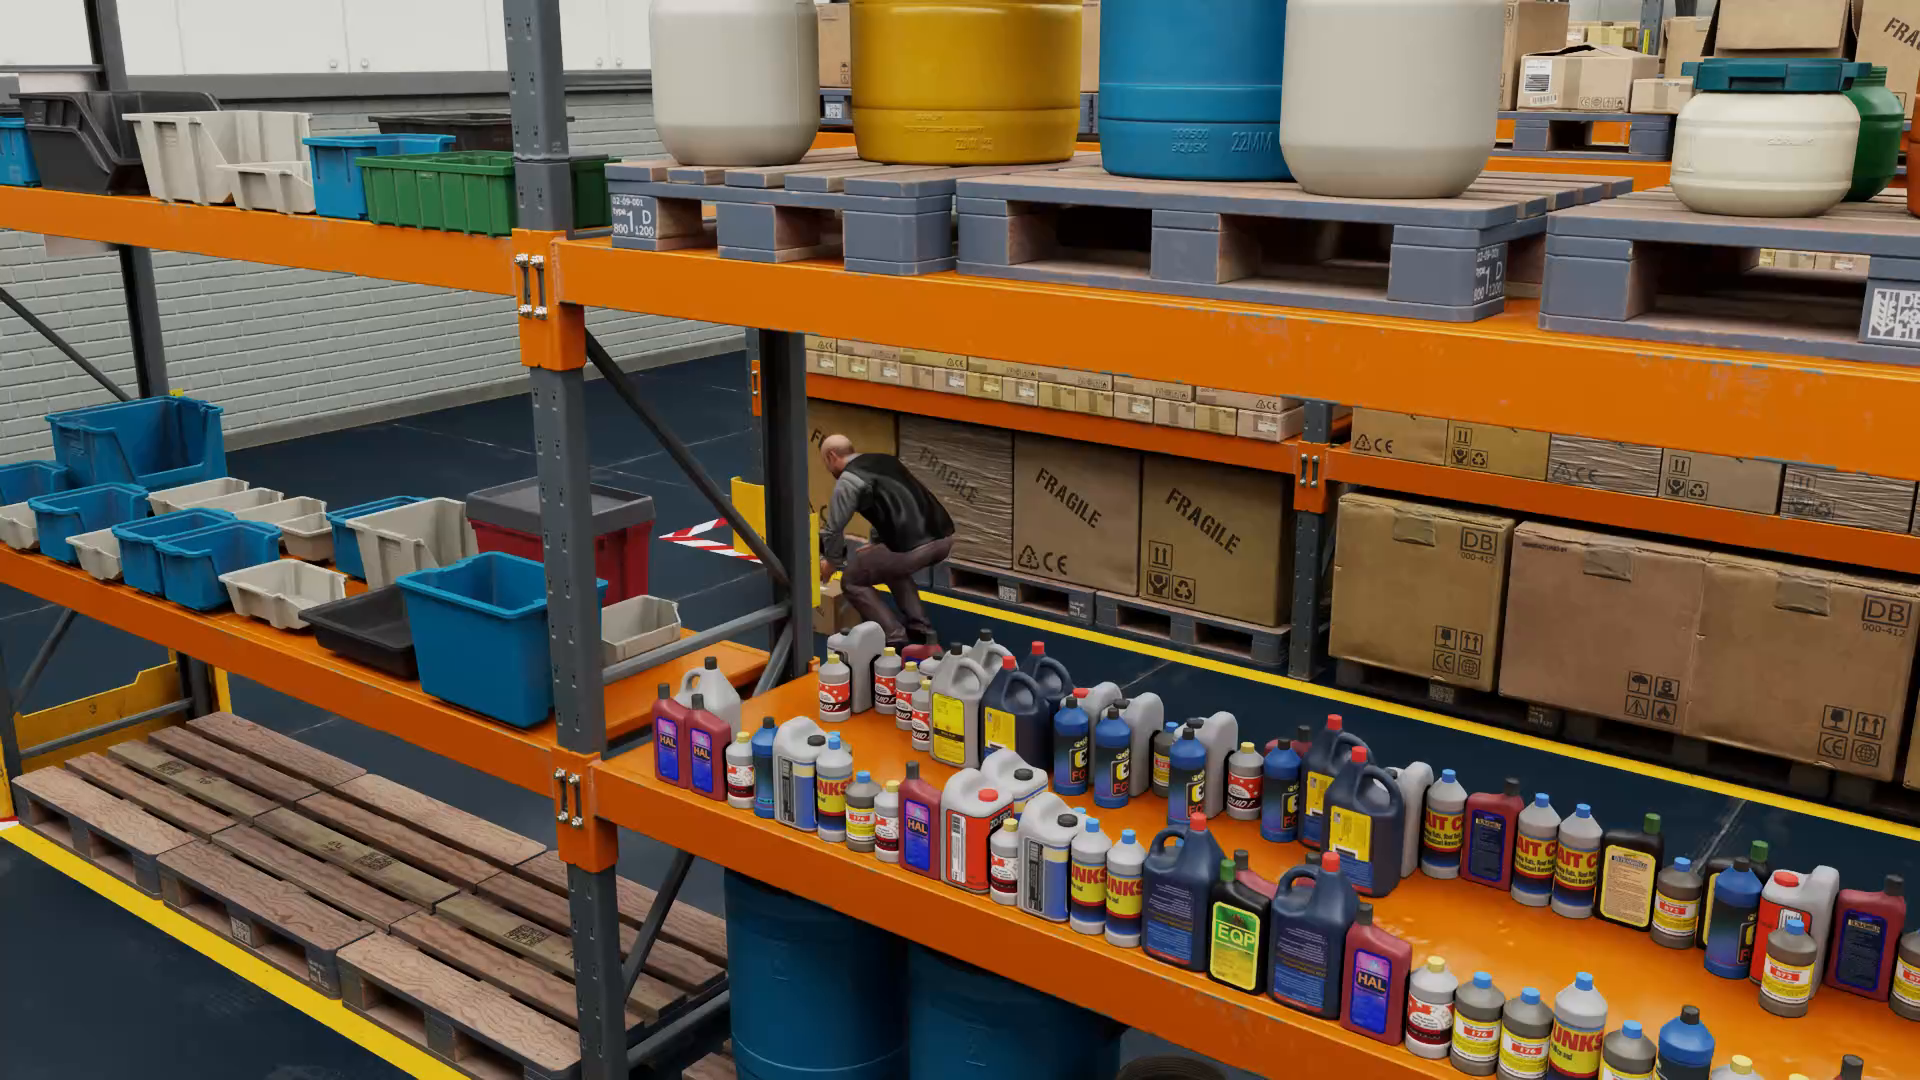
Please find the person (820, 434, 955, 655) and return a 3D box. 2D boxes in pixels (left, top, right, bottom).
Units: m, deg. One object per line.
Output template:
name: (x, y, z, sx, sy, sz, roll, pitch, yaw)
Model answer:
person: (-0.447, 0.022, 9.442, 0.805, 1.196, 0.578, 12, 20, 35)
